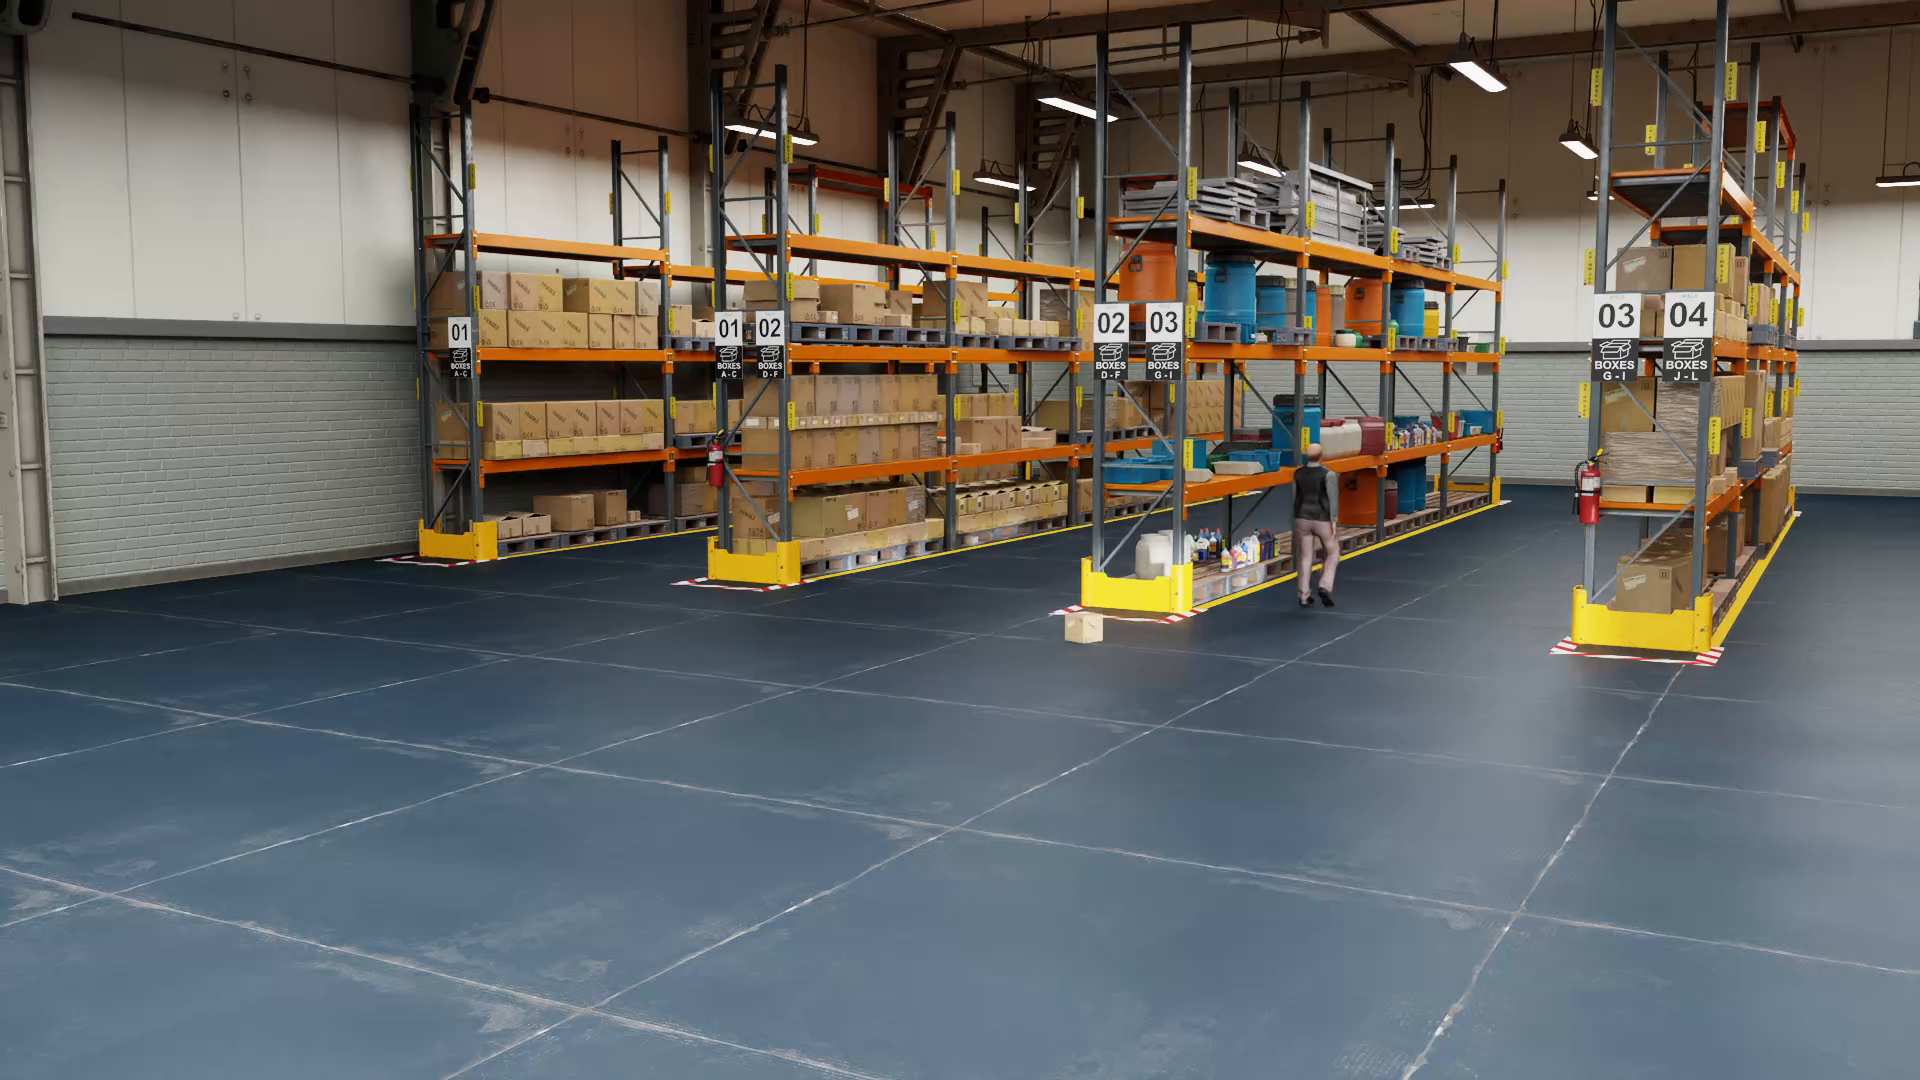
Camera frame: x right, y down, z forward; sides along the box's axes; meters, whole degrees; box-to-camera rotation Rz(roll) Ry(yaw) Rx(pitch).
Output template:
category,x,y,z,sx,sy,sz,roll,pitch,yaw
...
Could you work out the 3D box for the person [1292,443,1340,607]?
category,x,y,z,sx,sy,sz,roll,pitch,yaw
person,3.784,-0.150,17.682,0.540,1.756,0.505,3,7,30
